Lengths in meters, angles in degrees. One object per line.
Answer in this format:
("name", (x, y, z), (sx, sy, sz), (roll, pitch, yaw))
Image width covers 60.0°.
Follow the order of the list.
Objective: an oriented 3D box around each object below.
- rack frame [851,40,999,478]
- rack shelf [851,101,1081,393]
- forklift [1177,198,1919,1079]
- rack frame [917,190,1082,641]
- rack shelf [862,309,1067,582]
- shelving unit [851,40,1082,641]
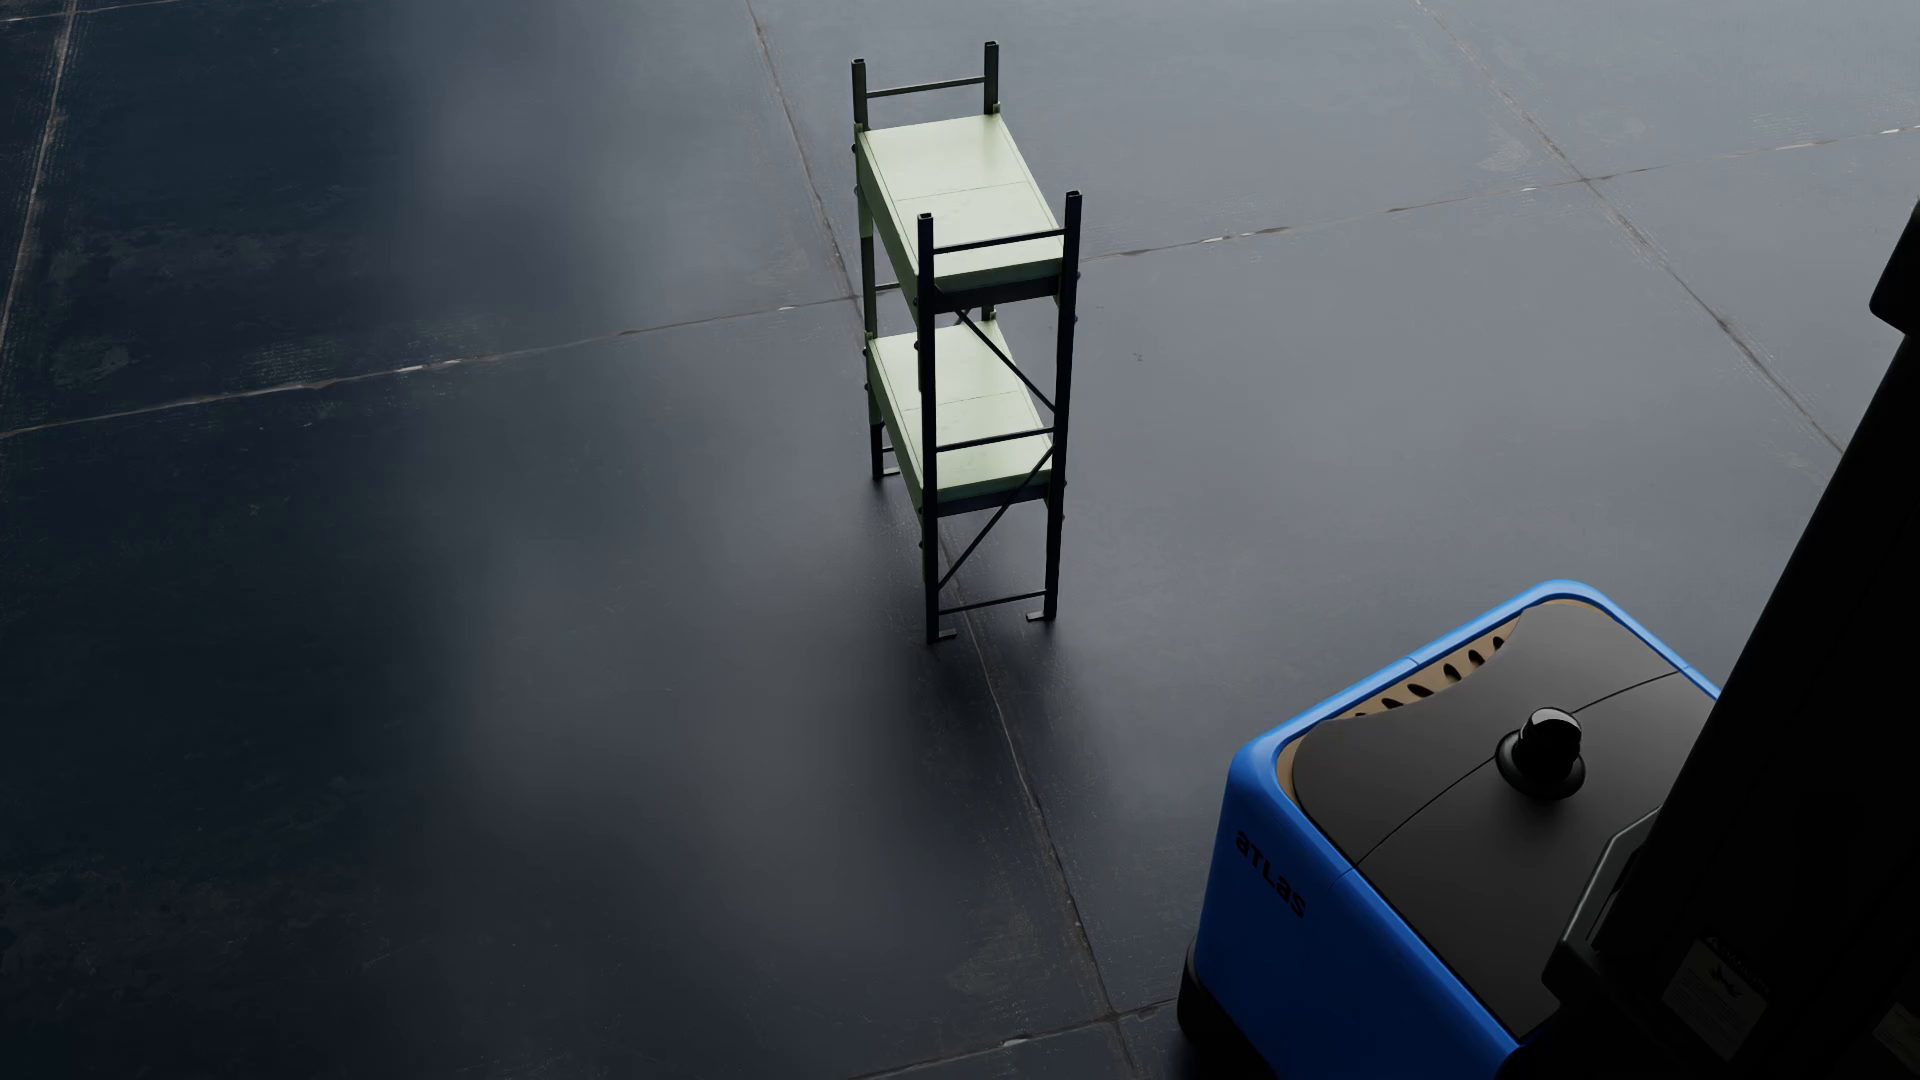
("rack frame", (-0.092, -0.773, 4.957), (0.400, 1.500, 0.023), (-11, 47, -10))
("rack shelf", (0.002, -0.793, 4.431), (0.431, 0.370, 0.720), (-11, 47, -10))
("forklift", (1.736, 0.863, 2.352), (1.130, 2.935, 3.031), (-24, 50, -22))
("rack frame", (0.095, -0.268, 4.462), (0.400, 1.500, 0.023), (-11, 47, -10))
("rack shelf", (0.002, -0.292, 4.943), (0.431, 0.370, 0.720), (-11, 47, -10))
("shelving unit", (0.002, -0.520, 4.710), (0.431, 1.500, 0.755), (-11, 47, -10))
